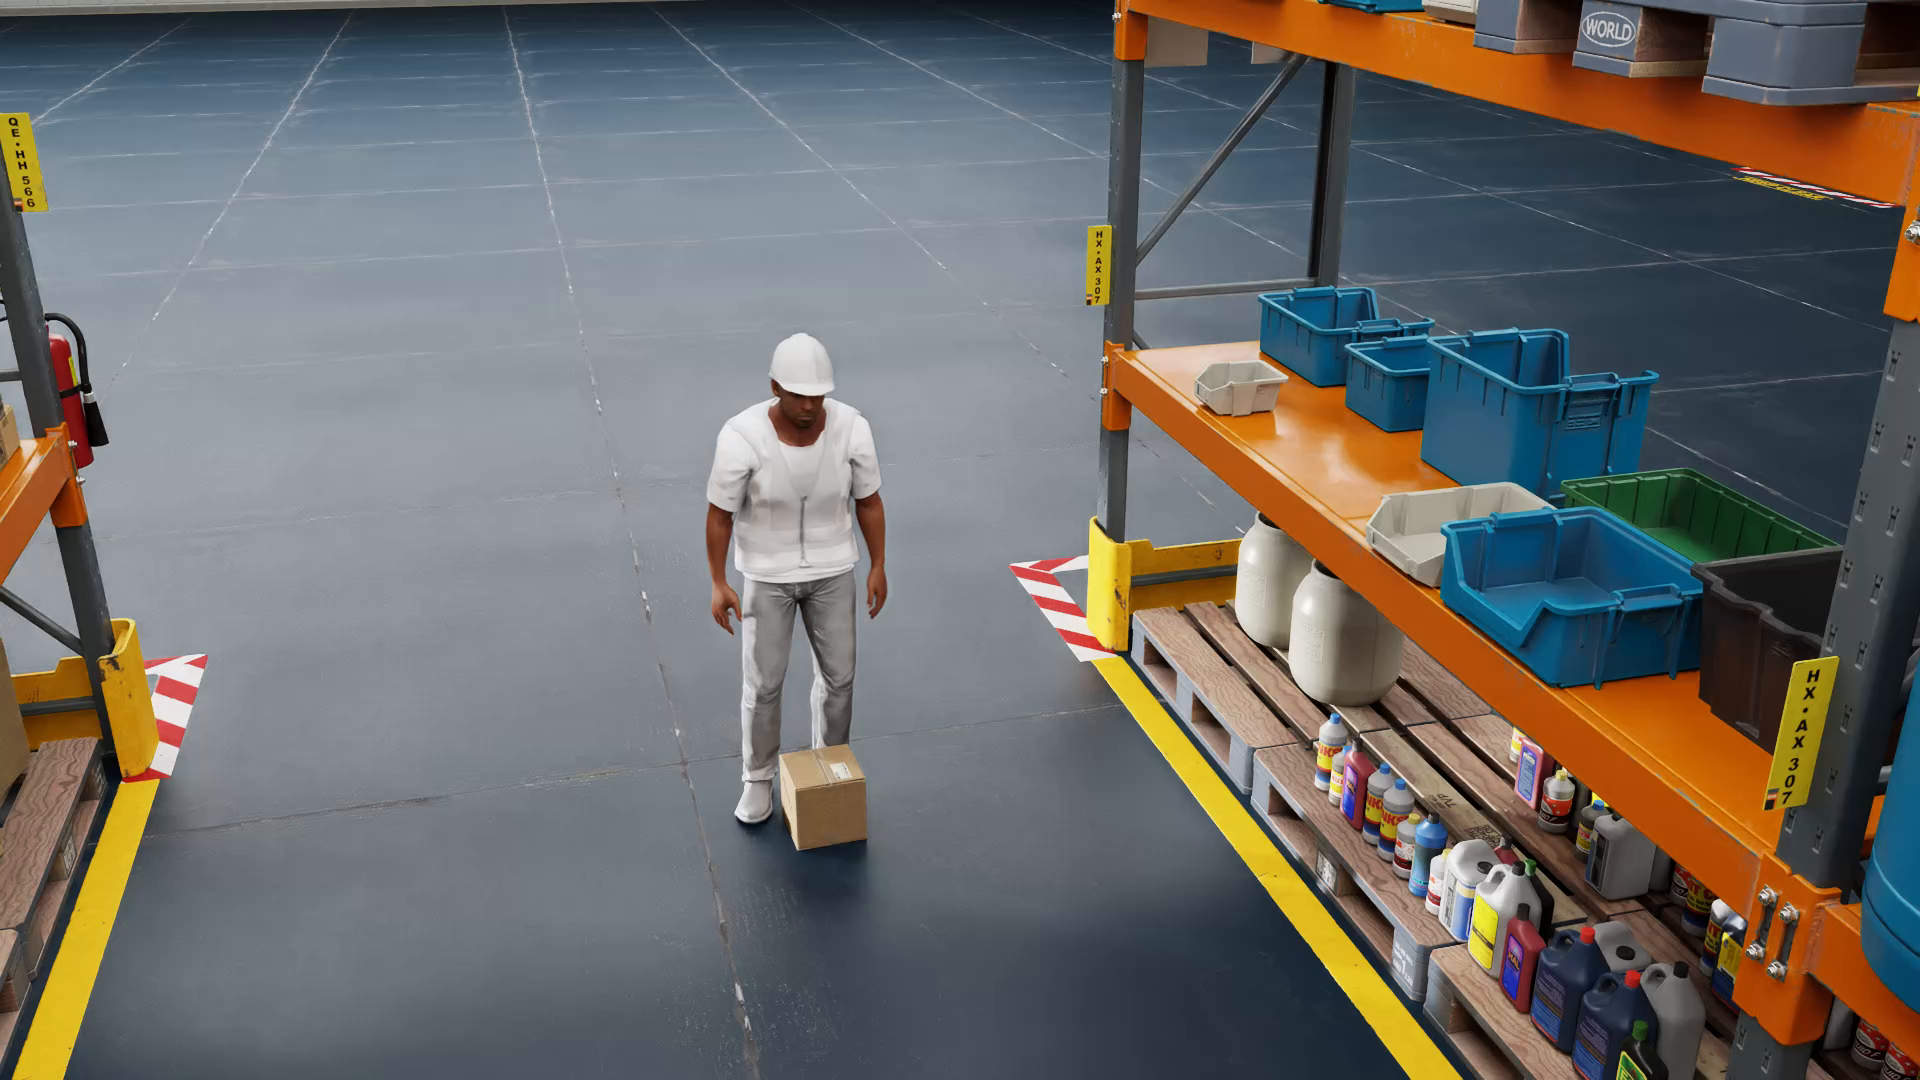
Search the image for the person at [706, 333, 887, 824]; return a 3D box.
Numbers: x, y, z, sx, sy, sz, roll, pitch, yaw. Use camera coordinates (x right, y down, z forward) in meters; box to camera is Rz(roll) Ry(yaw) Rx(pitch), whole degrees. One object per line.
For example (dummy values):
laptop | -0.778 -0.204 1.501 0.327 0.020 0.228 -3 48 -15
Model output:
person | -0.555 0.129 5.764 0.631 1.760 0.463 -6 24 -15
